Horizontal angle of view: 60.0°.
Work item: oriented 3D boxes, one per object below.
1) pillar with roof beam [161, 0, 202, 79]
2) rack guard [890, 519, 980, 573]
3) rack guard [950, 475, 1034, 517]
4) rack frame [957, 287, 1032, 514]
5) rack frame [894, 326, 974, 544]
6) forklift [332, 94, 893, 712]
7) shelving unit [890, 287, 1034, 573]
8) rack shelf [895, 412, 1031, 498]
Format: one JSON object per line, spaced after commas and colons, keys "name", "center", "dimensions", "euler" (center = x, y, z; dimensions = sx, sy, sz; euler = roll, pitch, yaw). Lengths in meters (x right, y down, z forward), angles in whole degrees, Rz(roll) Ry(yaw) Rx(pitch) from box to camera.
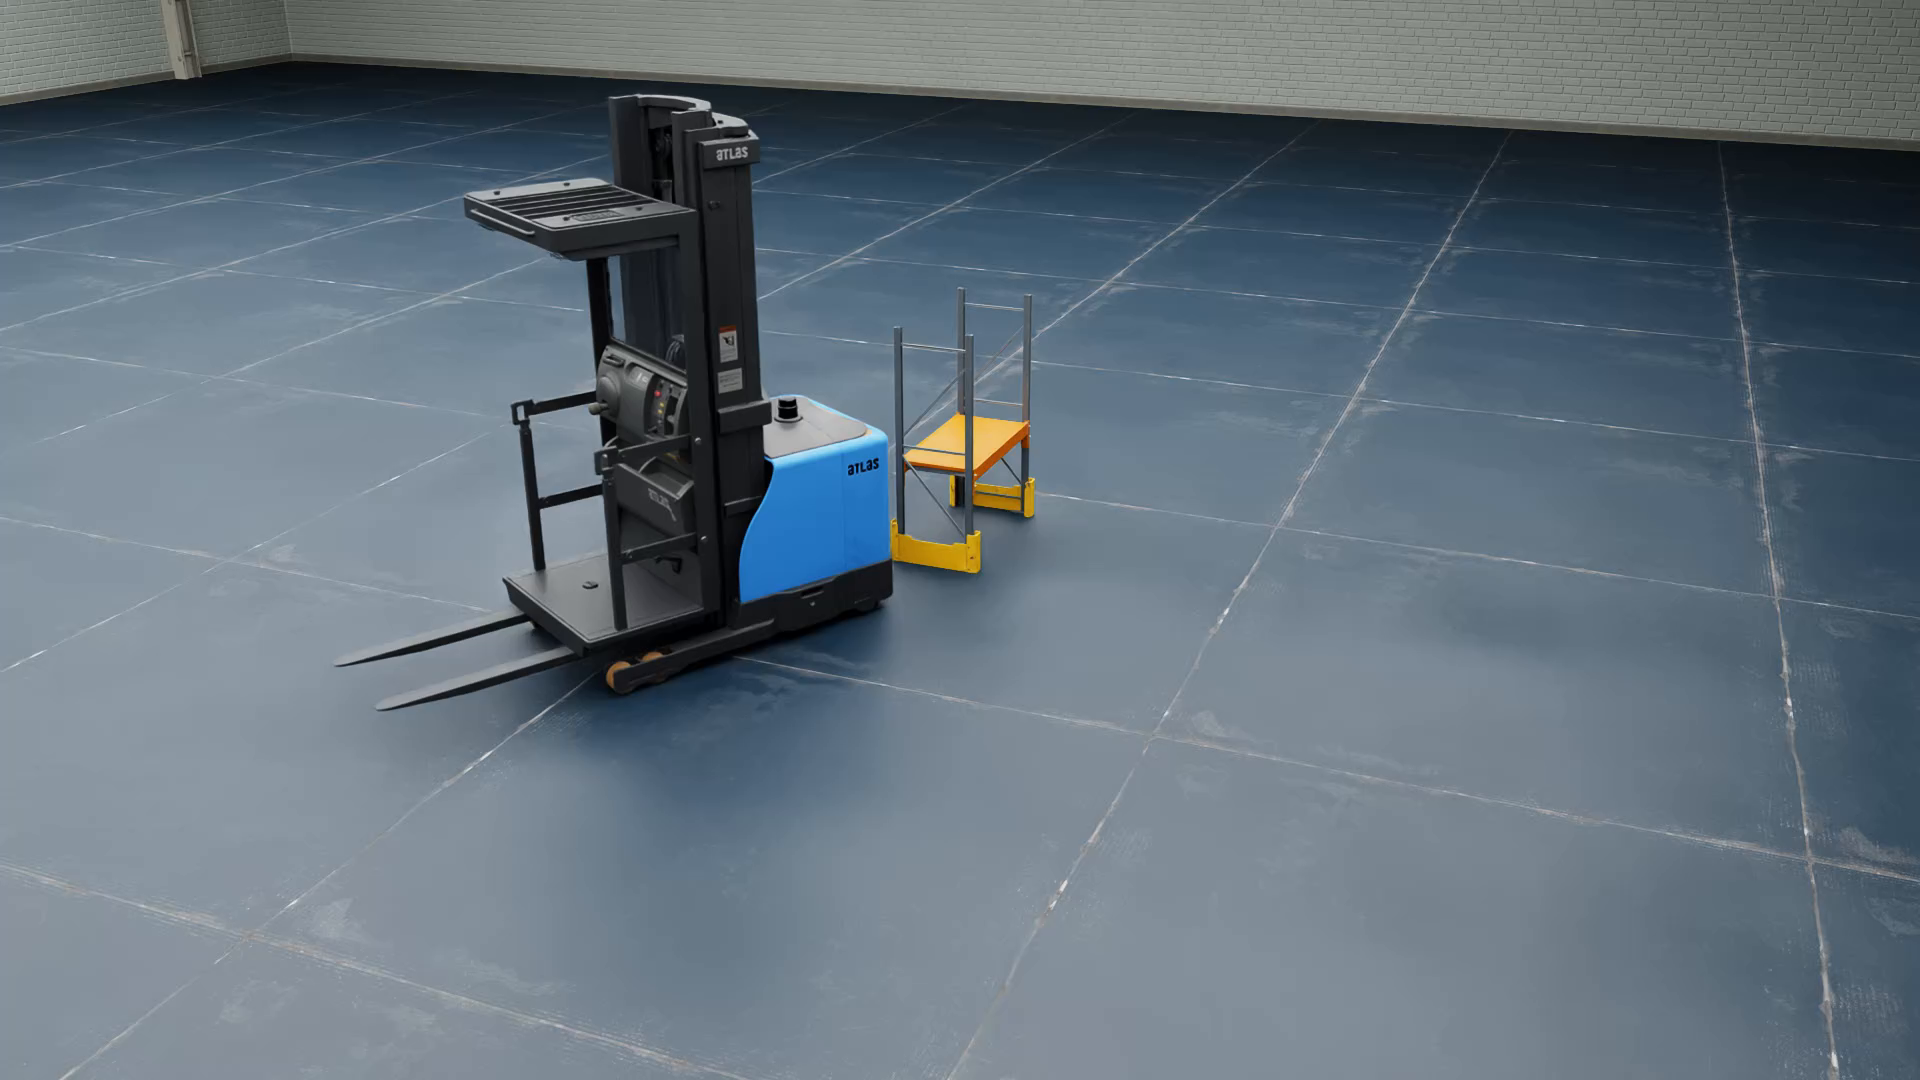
{"name": "pillar with roof beam", "center": [-10.919, -12.470, 28.929], "dimensions": [9.100, 9.000, 0.400], "euler": [9, 24, 20]}
{"name": "rack guard", "center": [-0.157, 0.036, 10.340], "dimensions": [0.587, 0.250, 0.087], "euler": [9, 24, 20]}
{"name": "rack guard", "center": [0.213, -0.321, 11.194], "dimensions": [0.587, 0.250, 0.087], "euler": [9, 24, 20]}
{"name": "rack frame", "center": [0.221, -0.904, 10.970], "dimensions": [0.500, 1.500, 0.032], "euler": [9, 24, 20]}
{"name": "rack frame", "center": [-0.157, -0.541, 10.098], "dimensions": [0.500, 1.500, 0.032], "euler": [9, 24, 20]}
{"name": "forklift", "center": [-1.868, -0.768, 8.787], "dimensions": [3.031, 2.935, 1.130], "euler": [-17, 28, -35]}
{"name": "shelving unit", "center": [0.028, -0.719, 10.526], "dimensions": [0.587, 1.500, 1.083], "euler": [9, 24, 20]}
{"name": "rack shelf", "center": [0.032, -0.557, 10.603], "dimensions": [0.538, 0.185, 1.000], "euler": [9, 24, 20]}
